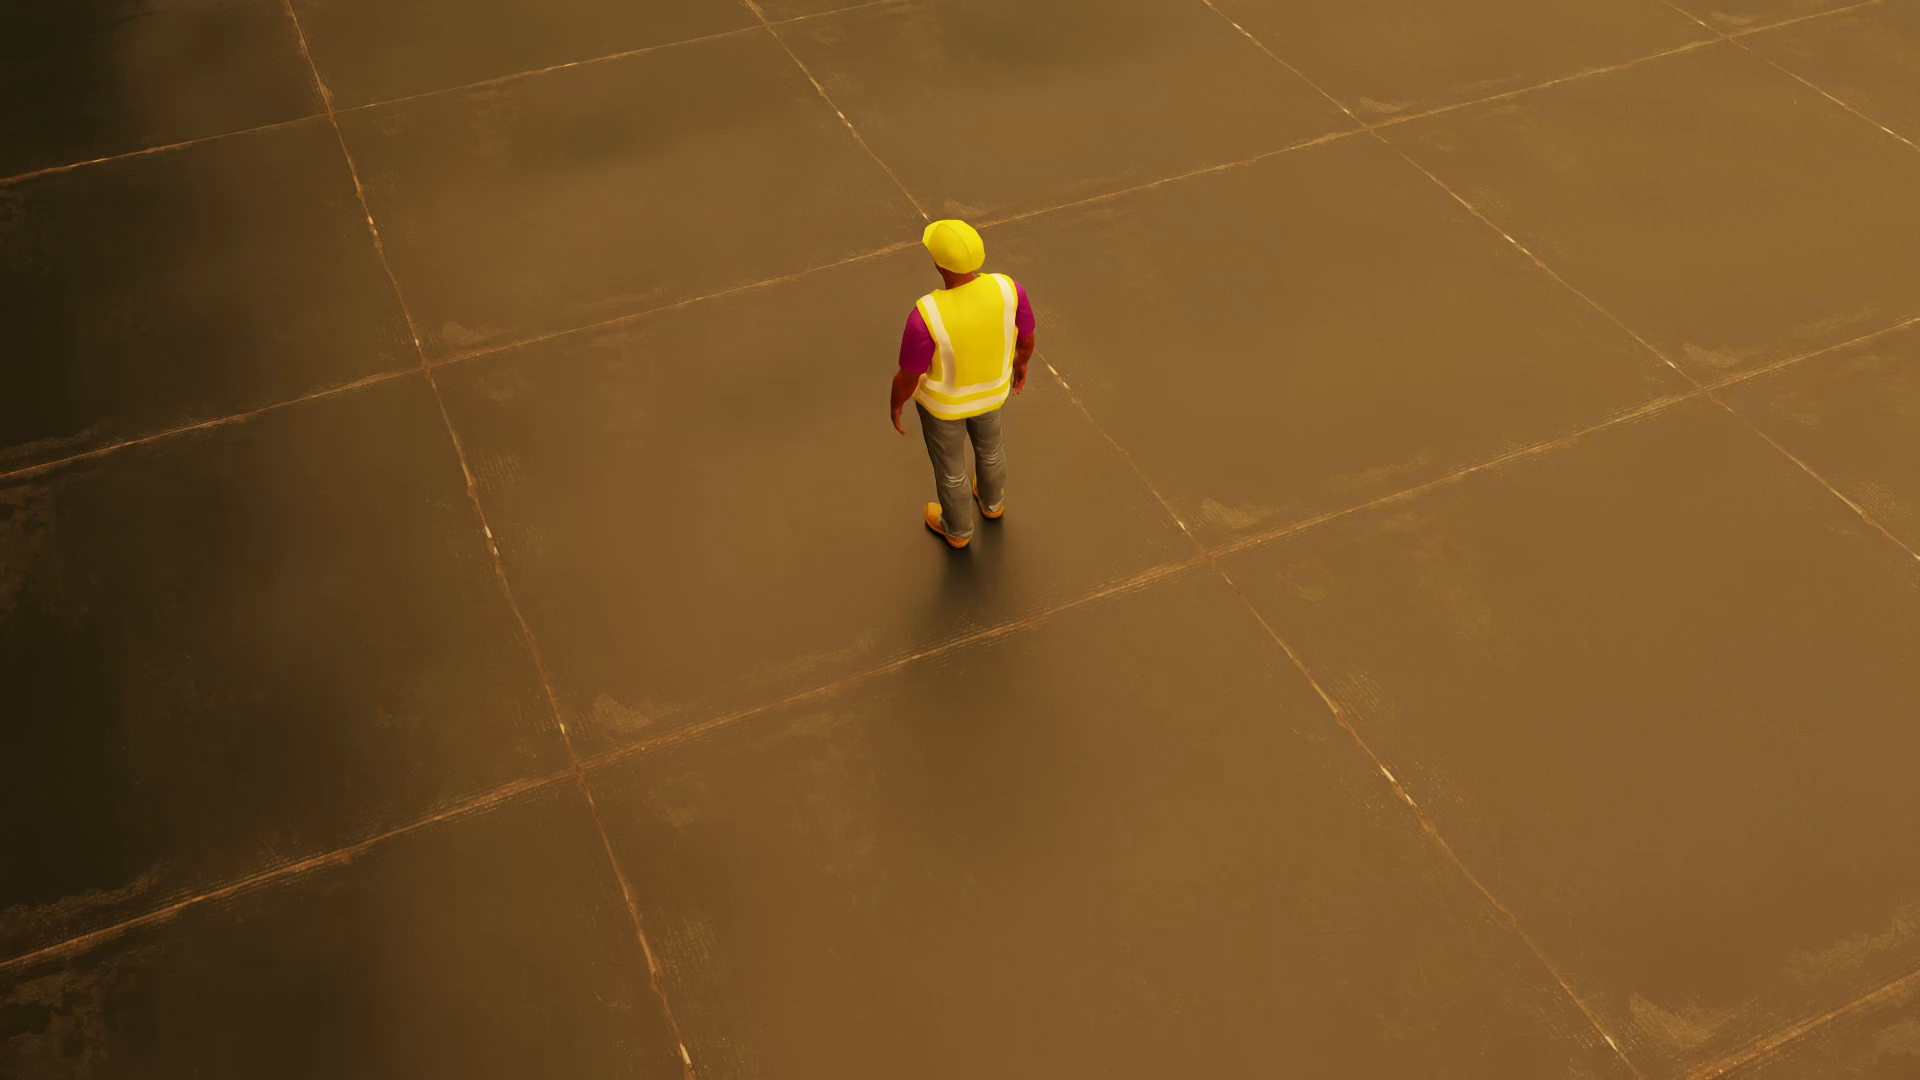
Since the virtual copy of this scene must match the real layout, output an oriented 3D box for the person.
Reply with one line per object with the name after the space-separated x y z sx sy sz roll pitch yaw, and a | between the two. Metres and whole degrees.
-0.023 -0.696 7.269 0.665 1.765 0.577 -18 46 -18 | person
